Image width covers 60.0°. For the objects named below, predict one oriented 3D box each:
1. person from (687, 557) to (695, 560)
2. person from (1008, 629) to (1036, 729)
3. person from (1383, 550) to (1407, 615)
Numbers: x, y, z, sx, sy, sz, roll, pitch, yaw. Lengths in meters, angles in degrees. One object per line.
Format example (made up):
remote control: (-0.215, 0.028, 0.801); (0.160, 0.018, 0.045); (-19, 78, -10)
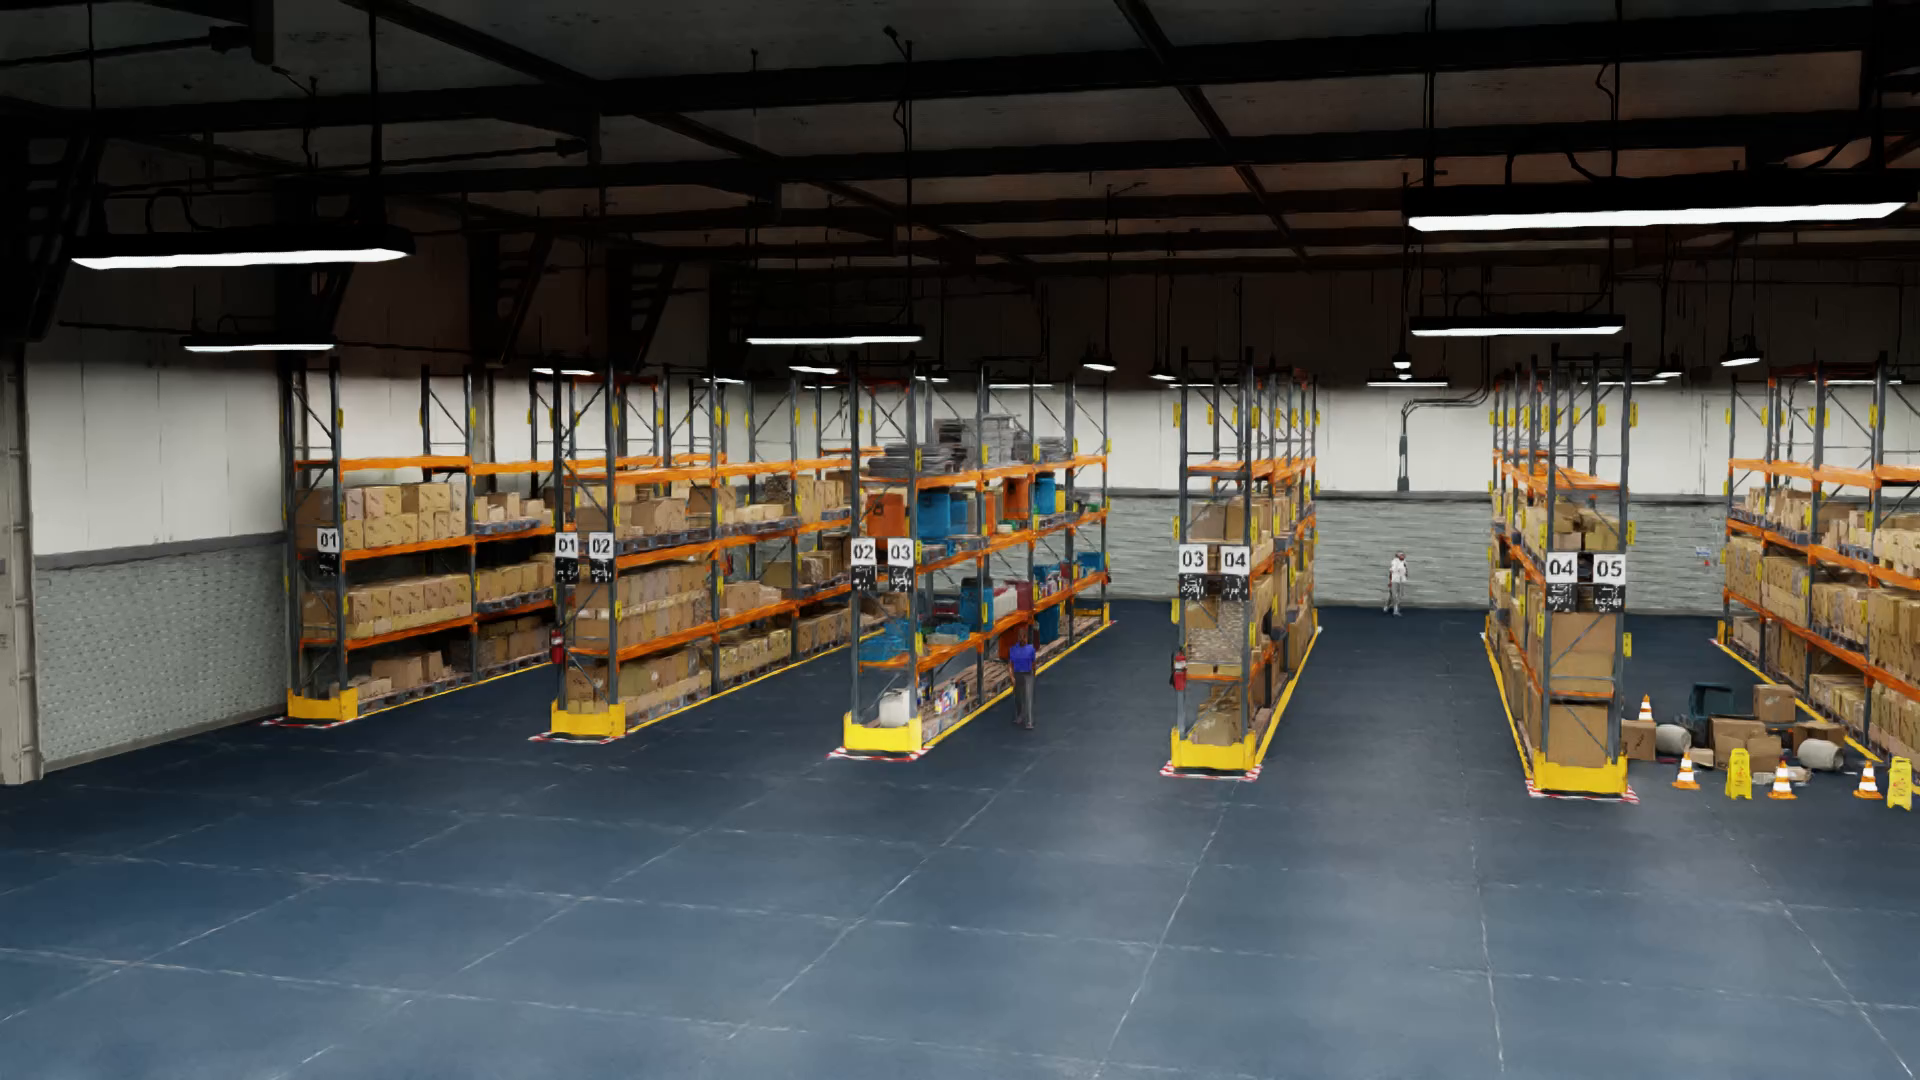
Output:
person: (-6.170, 1.276, 38.326); (0.410, 1.785, 0.654); (0, 4, 0)
person: (1.001, 2.221, 26.886); (0.443, 1.587, 0.997); (0, 4, 7)
person: (11.092, 1.065, 42.380); (0.525, 1.667, 0.535); (-2, 5, -21)
